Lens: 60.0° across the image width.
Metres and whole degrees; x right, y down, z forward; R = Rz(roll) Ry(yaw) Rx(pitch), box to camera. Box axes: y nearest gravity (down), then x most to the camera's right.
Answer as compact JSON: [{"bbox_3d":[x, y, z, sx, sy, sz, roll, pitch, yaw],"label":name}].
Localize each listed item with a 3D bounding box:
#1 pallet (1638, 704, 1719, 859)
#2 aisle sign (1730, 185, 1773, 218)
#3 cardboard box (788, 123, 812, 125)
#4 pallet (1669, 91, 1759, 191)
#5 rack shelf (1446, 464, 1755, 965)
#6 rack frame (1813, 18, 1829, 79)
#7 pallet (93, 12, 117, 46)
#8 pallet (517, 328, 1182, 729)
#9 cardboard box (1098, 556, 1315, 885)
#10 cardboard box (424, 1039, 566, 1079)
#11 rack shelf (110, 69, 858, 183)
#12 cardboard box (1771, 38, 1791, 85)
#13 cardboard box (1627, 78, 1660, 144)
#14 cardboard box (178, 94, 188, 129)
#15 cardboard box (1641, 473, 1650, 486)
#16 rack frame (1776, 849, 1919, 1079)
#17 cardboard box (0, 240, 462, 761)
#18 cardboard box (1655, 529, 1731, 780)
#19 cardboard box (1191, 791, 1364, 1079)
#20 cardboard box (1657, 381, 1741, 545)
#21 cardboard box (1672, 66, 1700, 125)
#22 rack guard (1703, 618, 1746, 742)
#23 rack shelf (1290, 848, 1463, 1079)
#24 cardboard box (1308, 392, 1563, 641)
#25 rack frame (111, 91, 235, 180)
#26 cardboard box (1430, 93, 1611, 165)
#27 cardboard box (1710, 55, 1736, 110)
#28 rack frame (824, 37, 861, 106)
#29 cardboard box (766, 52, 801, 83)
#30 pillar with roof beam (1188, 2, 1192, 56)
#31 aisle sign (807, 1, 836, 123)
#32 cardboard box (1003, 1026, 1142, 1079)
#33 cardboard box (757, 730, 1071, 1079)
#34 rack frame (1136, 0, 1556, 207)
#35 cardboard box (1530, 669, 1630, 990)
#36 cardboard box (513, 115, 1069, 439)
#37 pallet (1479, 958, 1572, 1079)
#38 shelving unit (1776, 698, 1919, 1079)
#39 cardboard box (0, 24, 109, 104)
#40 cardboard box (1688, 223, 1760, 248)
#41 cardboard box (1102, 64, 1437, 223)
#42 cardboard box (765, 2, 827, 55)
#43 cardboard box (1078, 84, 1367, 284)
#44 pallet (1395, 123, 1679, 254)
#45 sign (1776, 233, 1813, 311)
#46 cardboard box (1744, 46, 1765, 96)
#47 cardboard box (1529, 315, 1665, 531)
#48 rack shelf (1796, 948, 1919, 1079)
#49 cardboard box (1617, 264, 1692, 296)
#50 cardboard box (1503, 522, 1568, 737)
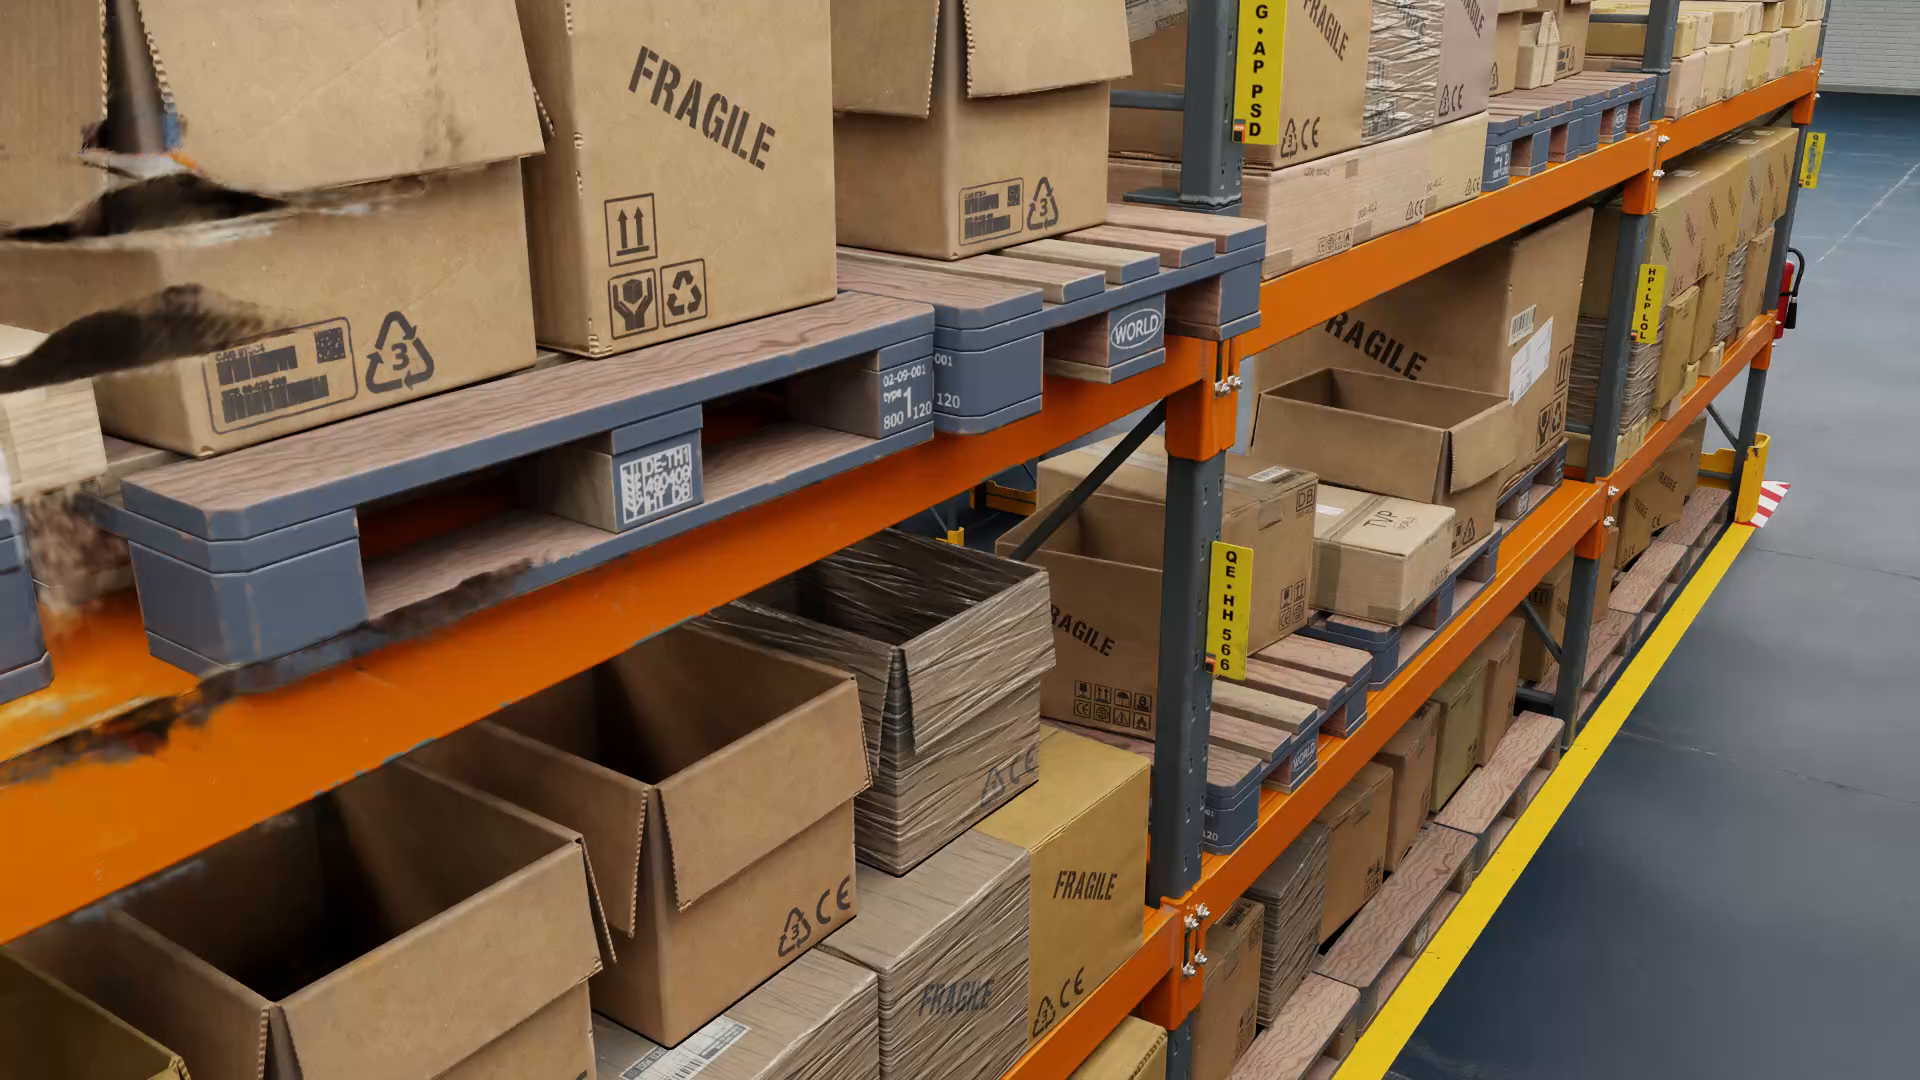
[{"bbox_3d":[0.225,-1.138,13.039,1.003,0.211,1.213,13,24,32],"label":"pallet"},{"bbox_3d":[0.897,-3.872,12.662,0.394,0.787,0.004,13,24,32],"label":"aisle sign"},{"bbox_3d":[-2.866,-2.635,8.187,0.396,0.266,0.258,13,24,32],"label":"cardboard box"},{"bbox_3d":[-0.484,-3.490,11.180,1.003,0.211,1.213,13,24,32],"label":"pallet"},{"bbox_3d":[-0.515,-1.780,11.790,1.077,0.370,4.000,13,24,32],"label":"rack shelf"},{"bbox_3d":[0.609,-5.505,12.176,1.000,3.000,0.127,13,24,32],"label":"rack frame"},{"bbox_3d":[-8.753,-5.410,16.372,1.003,0.211,1.213,13,24,32],"label":"pallet"},{"bbox_3d":[-2.943,-2.230,7.920,1.003,0.211,1.213,15,25,34],"label":"pallet"},{"bbox_3d":[-2.201,-1.768,9.134,0.700,0.500,0.500,13,24,31],"label":"cardboard box"},{"bbox_3d":[-3.344,-1.184,7.556,0.700,0.500,0.500,13,24,31],"label":"cardboard box"},{"bbox_3d":[-4.666,-4.123,13.801,1.077,0.370,4.000,13,24,32],"label":"rack shelf"},{"bbox_3d":[0.274,-3.844,11.622,0.380,0.149,0.250,14,24,32],"label":"cardboard box"},{"bbox_3d":[-0.868,-3.260,10.044,0.380,0.149,0.250,13,24,32],"label":"cardboard box"},{"bbox_3d":[-5.865,-3.919,12.574,0.380,0.149,0.250,13,24,32],"label":"cardboard box"},{"bbox_3d":[-0.535,-2.188,11.639,0.875,0.550,0.500,13,24,32],"label":"cardboard box"},{"bbox_3d":[-0.238,-0.582,9.677,0.500,1.500,0.032,13,24,32],"label":"rack frame"},{"bbox_3d":[-3.299,-2.169,6.861,0.500,0.311,0.500,13,24,32],"label":"cardboard box"},{"bbox_3d":[0.283,-1.684,12.951,0.875,0.875,0.875,13,24,32],"label":"cardboard box"},{"bbox_3d":[-1.995,-1.243,9.159,0.500,0.500,0.500,13,24,31],"label":"cardboard box"},{"bbox_3d":[0.147,-2.484,12.440,0.875,0.550,0.550,13,24,32],"label":"cardboard box"},{"bbox_3d":[-0.583,-3.407,10.440,0.380,0.149,0.250,13,24,31],"label":"cardboard box"},{"bbox_3d":[0.623,-1.526,13.669,1.175,0.500,0.348,13,24,32],"label":"rack guard"},{"bbox_3d":[-2.763,-0.632,8.687,1.077,0.370,4.000,13,24,32],"label":"rack shelf"},{"bbox_3d":[-1.403,-2.219,10.168,0.875,0.550,0.550,13,24,32],"label":"cardboard box"},{"bbox_3d":[-5.790,-2.480,12.645,1.000,3.000,0.127,13,24,32],"label":"rack frame"},{"bbox_3d":[-1.153,-3.114,9.650,0.380,0.149,0.250,13,24,31],"label":"cardboard box"},{"bbox_3d":[-0.298,-3.551,10.830,0.380,0.149,0.250,14,24,33],"label":"cardboard box"},{"bbox_3d":[-3.541,-3.627,15.748,1.000,3.000,0.127,13,24,32],"label":"rack frame"},{"bbox_3d":[-3.623,-4.682,14.636,0.380,0.149,0.250,13,24,32],"label":"cardboard box"},{"bbox_3d":[4.894,-11.709,28.949,9.100,9.000,0.400,13,24,32],"label":"pillar with roof beam"},{"bbox_3d":[-3.267,-4.808,15.192,0.394,0.787,0.004,13,24,32],"label":"aisle sign"},{"bbox_3d":[-2.563,-0.952,8.372,0.500,0.500,0.500,13,24,31],"label":"cardboard box"},{"bbox_3d":[-2.770,-1.478,8.352,0.700,0.500,0.500,13,24,31],"label":"cardboard box"},{"bbox_3d":[-1.639,-4.357,9.073,1.000,3.000,0.127,13,24,32],"label":"rack frame"},{"bbox_3d":[-0.724,-1.170,11.561,0.875,0.875,0.875,13,24,32],"label":"cardboard box"},{"bbox_3d":[-2.729,-2.460,7.648,0.500,0.311,0.500,13,24,31],"label":"cardboard box"},{"bbox_3d":[-1.147,-0.438,11.146,1.003,0.211,1.213,13,24,32],"label":"pallet"},{"bbox_3d":[0.043,-0.725,10.064,0.587,1.500,1.083,13,24,32],"label":"shelving unit"},{"bbox_3d":[-5.998,-3.817,11.548,0.500,0.250,0.500,13,24,31],"label":"cardboard box"},{"bbox_3d":[0.369,-3.169,12.736,0.875,0.550,0.550,13,24,32],"label":"cardboard box"},{"bbox_3d":[-1.904,-2.890,8.897,0.500,0.250,0.500,14,24,32],"label":"cardboard box"},{"bbox_3d":[-3.606,-4.904,14.663,0.500,0.250,0.500,13,24,31],"label":"cardboard box"},{"bbox_3d":[-2.151,-2.727,8.455,0.500,0.250,0.500,13,24,31],"label":"cardboard box"},{"bbox_3d":[-1.171,-3.141,10.238,1.003,0.211,1.213,13,24,32],"label":"pallet"},{"bbox_3d":[1.050,-3.235,12.677,0.100,0.325,0.005,13,24,32],"label":"sign"},{"bbox_3d":[-0.012,-3.698,11.227,0.380,0.149,0.250,13,24,32],"label":"cardboard box"},{"bbox_3d":[-0.773,-2.528,11.003,0.875,0.550,0.550,13,24,32],"label":"cardboard box"},{"bbox_3d":[0.048,-0.559,10.133,0.538,0.185,1.000,13,24,32],"label":"rack shelf"},{"bbox_3d":[-0.291,-2.859,11.898,0.875,0.550,0.550,13,24,32],"label":"cardboard box"},{"bbox_3d":[-1.151,-1.884,10.819,0.875,0.550,0.550,13,24,32],"label":"cardboard box"}]
